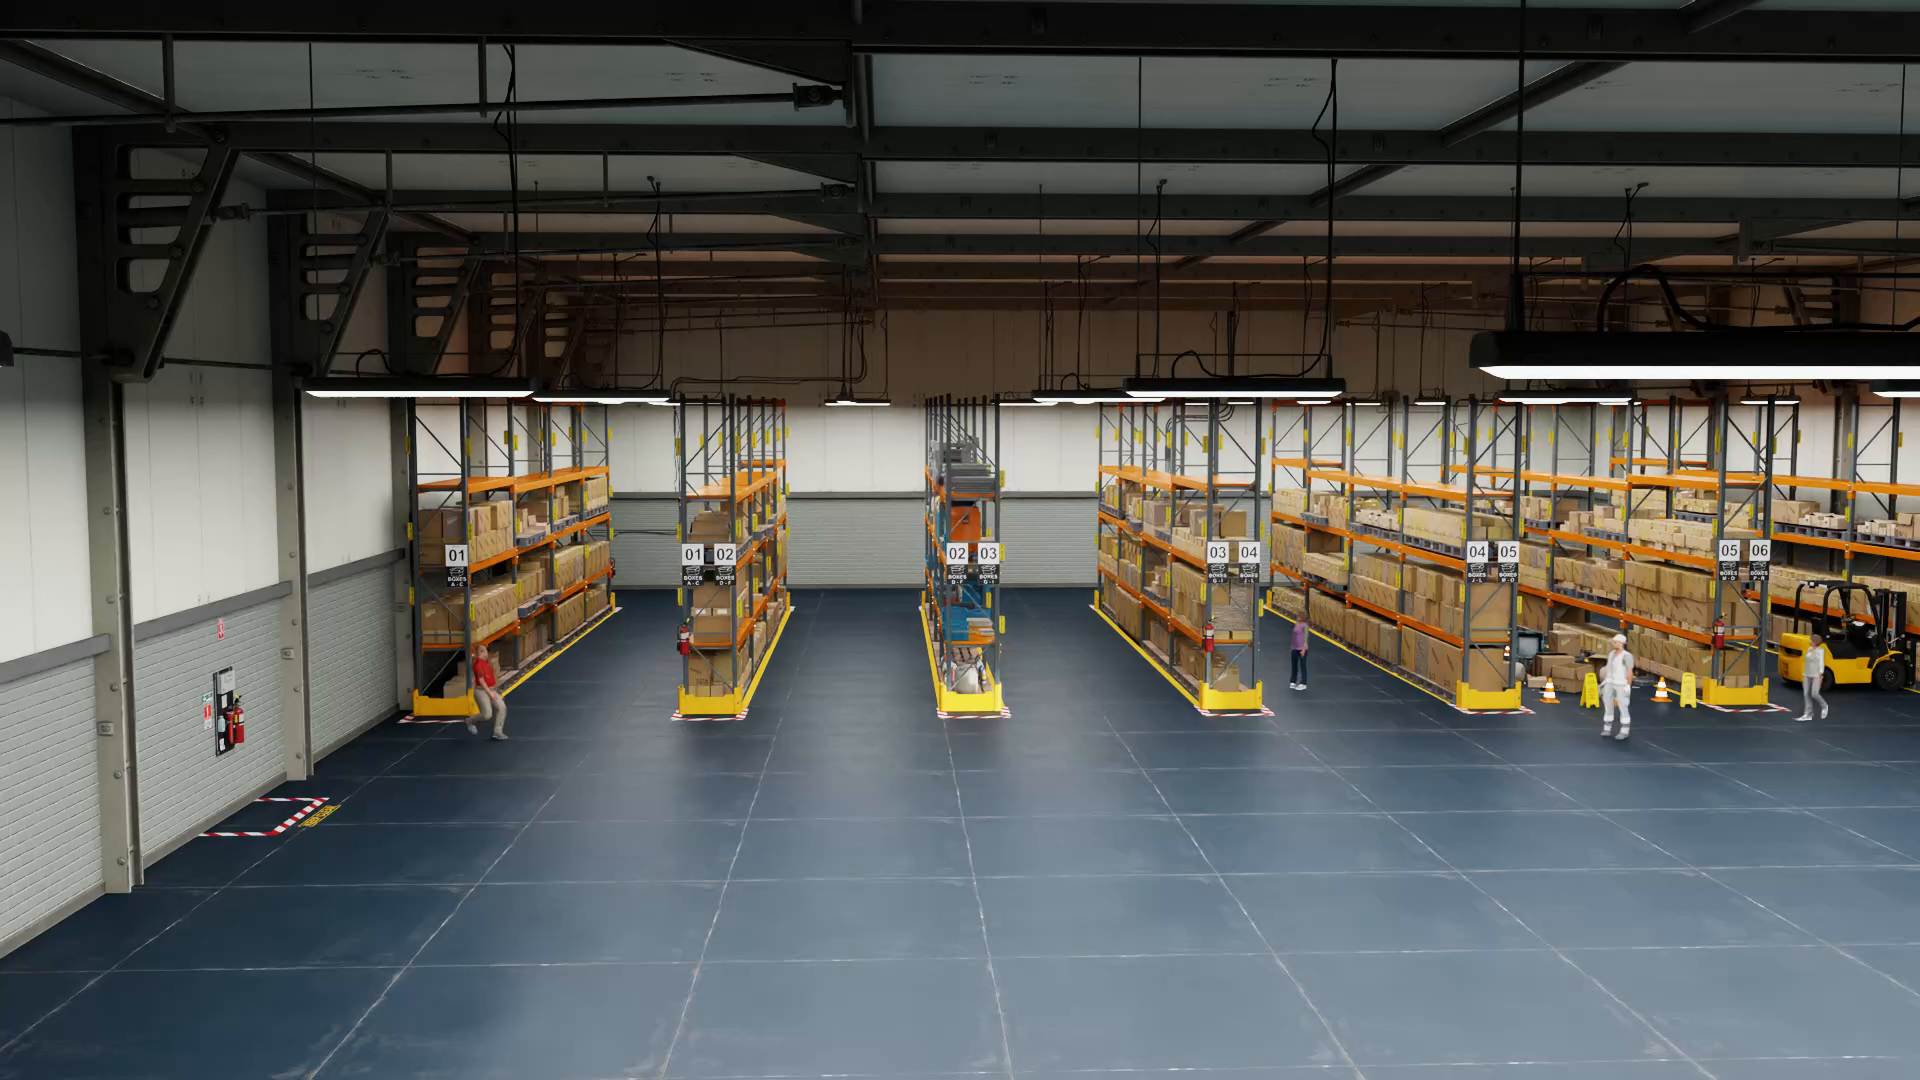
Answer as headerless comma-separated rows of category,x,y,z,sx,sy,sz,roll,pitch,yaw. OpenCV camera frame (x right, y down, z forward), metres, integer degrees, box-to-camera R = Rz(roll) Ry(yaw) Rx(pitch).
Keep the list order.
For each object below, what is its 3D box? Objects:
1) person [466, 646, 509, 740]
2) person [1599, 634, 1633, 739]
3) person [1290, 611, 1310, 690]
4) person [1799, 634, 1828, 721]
person,-8.190,2.637,28.920,0.830,1.611,0.571,1,5,18
person,11.411,2.532,28.933,0.410,1.795,0.602,-4,6,-40
person,6.939,2.245,33.983,0.343,1.600,0.432,-4,6,-43
person,15.640,2.514,30.414,0.495,1.598,0.409,-2,5,-28
